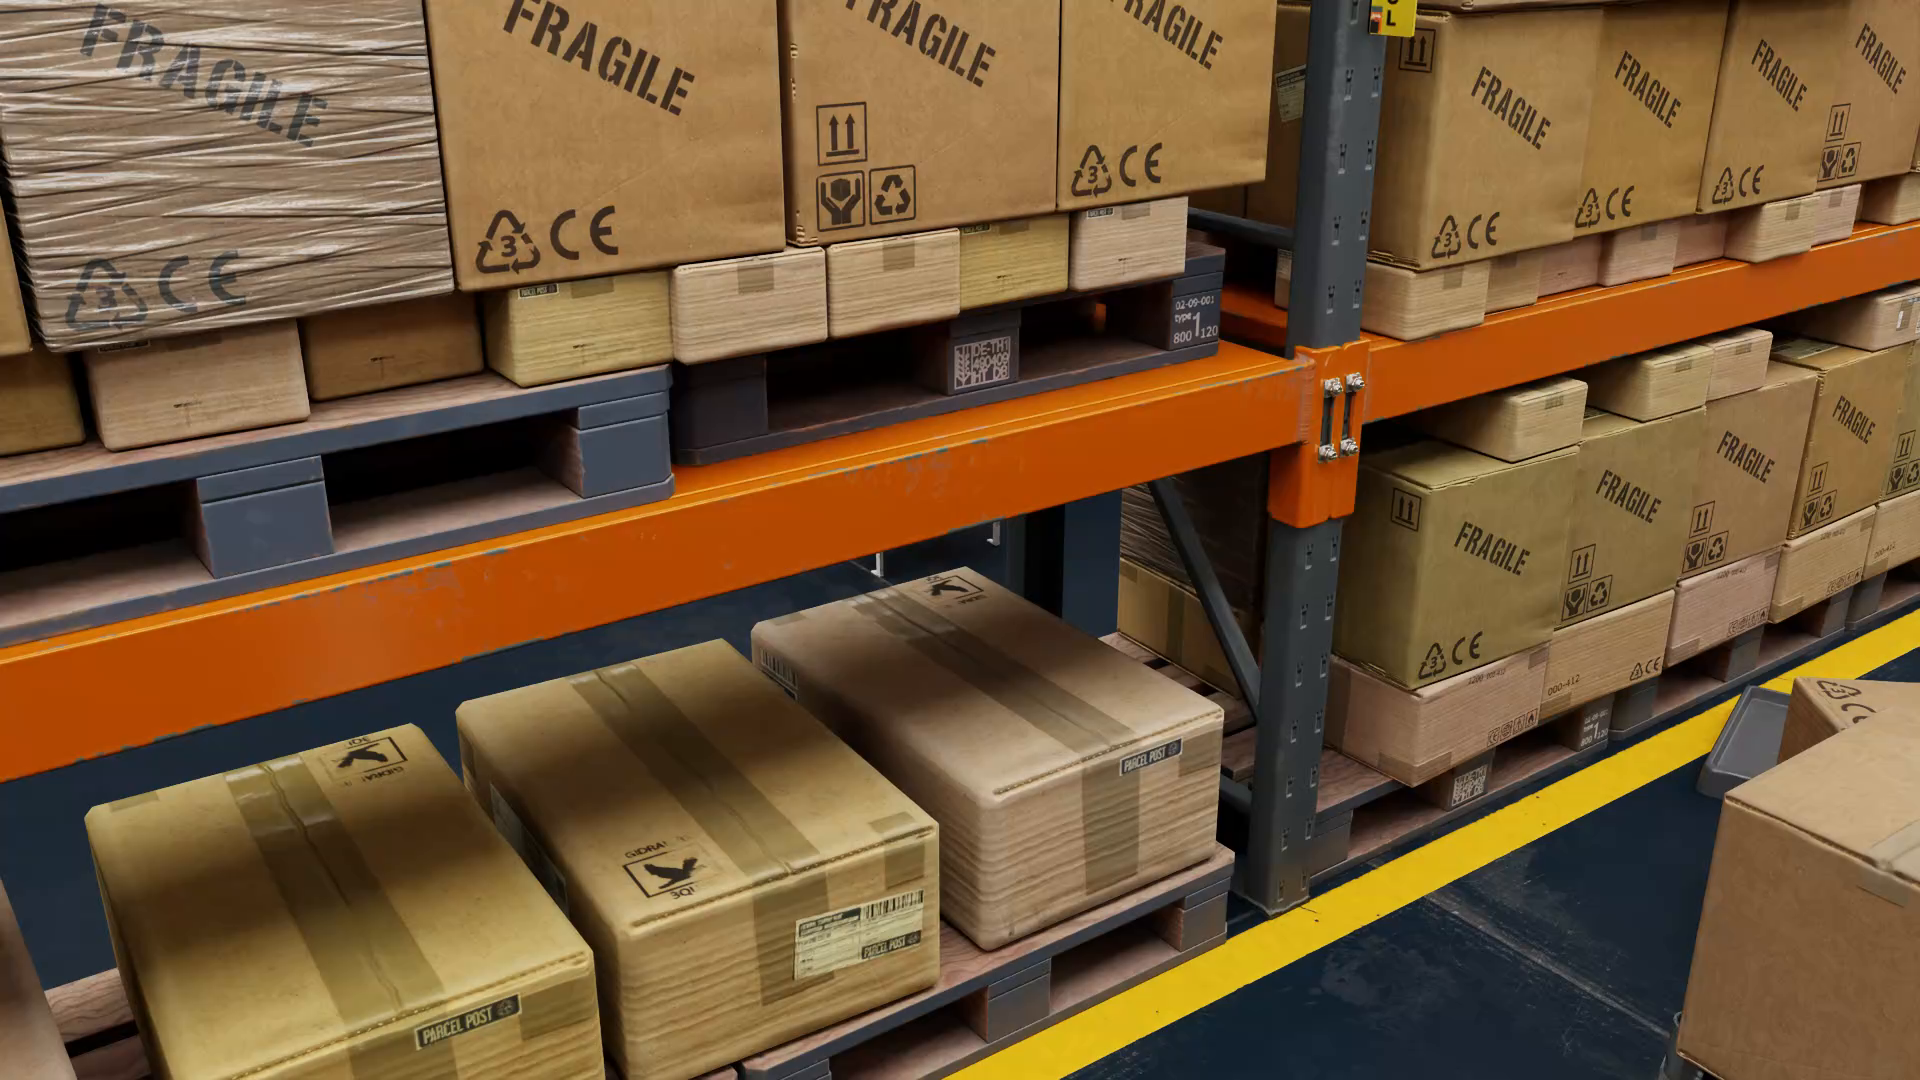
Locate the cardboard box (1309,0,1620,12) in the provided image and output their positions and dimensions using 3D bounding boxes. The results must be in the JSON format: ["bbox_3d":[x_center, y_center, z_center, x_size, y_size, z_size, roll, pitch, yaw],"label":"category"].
[{"bbox_3d":[0.943,-1.378,3.418,0.500,0.500,0.700,-15,26,-33],"label":"cardboard box"}]

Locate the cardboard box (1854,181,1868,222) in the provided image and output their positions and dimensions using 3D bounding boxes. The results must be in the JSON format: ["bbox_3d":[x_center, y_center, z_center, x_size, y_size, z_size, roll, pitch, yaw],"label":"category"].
[{"bbox_3d":[2.275,-0.978,4.640,0.250,0.149,0.380,-15,26,-33],"label":"cardboard box"}]

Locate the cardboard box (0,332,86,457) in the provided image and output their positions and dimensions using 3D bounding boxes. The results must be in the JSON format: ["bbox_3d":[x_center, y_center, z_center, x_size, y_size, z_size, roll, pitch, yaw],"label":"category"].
[{"bbox_3d":[-1.325,-0.225,2.185,0.250,0.149,0.380,-14,26,-31],"label":"cardboard box"}]

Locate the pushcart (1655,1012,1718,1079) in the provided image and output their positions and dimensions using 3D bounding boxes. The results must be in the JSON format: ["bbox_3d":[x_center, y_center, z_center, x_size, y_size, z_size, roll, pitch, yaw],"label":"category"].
[{"bbox_3d":[1.831,1.194,2.396,1.648,0.377,0.936,14,26,32],"label":"pushcart"}]

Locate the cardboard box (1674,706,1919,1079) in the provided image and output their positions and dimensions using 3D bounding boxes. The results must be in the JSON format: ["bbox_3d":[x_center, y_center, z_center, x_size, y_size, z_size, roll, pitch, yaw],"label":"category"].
[{"bbox_3d":[1.523,0.639,2.599,0.500,0.500,0.500,-15,26,-33],"label":"cardboard box"}]

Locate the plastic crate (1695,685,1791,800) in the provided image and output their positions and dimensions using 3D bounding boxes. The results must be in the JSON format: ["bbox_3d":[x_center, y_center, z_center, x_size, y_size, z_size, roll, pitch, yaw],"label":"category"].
[{"bbox_3d":[2.212,0.563,4.376,0.402,0.080,0.583,14,26,32],"label":"plastic crate"}]

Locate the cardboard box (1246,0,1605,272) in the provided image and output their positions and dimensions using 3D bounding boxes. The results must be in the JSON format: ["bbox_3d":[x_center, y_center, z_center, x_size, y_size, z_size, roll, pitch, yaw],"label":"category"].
[{"bbox_3d":[0.979,-0.895,3.557,0.500,0.500,0.500,-15,26,-33],"label":"cardboard box"}]

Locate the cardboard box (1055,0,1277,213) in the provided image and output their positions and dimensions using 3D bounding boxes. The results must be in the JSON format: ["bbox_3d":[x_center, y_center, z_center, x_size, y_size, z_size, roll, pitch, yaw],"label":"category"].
[{"bbox_3d":[0.218,-0.910,3.027,0.500,0.500,0.500,-15,26,-34],"label":"cardboard box"}]

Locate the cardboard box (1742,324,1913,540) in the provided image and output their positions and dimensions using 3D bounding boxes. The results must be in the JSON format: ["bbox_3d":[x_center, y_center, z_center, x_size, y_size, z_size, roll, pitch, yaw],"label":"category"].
[{"bbox_3d":[2.373,-0.359,4.879,0.500,0.500,0.500,-16,27,-34],"label":"cardboard box"}]

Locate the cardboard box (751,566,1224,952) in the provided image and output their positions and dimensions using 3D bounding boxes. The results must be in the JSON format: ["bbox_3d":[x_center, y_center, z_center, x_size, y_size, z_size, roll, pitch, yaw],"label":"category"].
[{"bbox_3d":[0.035,0.440,3.725,0.625,0.372,0.950,-15,26,-32],"label":"cardboard box"}]

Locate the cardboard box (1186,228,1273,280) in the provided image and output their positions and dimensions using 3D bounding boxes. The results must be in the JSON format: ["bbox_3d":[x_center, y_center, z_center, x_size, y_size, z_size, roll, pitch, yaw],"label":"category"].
[{"bbox_3d":[0.542,-0.744,4.053,0.250,0.149,0.380,-15,26,-33],"label":"cardboard box"}]

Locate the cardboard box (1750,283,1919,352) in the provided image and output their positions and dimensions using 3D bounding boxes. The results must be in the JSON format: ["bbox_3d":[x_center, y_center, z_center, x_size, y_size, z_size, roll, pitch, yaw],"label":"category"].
[{"bbox_3d":[2.528,-0.671,4.788,0.250,0.149,0.380,-14,26,-31],"label":"cardboard box"}]

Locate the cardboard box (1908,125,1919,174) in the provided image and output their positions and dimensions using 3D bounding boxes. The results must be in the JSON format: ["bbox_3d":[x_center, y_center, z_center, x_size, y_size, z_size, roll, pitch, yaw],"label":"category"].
[{"bbox_3d":[2.609,-1.335,4.659,0.500,0.500,0.500,-15,26,-33],"label":"cardboard box"}]

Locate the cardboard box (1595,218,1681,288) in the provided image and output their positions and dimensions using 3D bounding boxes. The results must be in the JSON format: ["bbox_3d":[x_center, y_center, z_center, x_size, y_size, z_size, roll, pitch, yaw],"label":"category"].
[{"bbox_3d":[1.496,-0.734,4.029,0.250,0.149,0.380,-14,26,-31],"label":"cardboard box"}]

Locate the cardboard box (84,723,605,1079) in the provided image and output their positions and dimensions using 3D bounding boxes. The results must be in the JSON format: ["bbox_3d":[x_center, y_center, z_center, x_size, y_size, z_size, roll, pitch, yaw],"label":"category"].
[{"bbox_3d":[-1.110,0.748,2.954,0.625,0.372,0.950,-14,26,-31],"label":"cardboard box"}]

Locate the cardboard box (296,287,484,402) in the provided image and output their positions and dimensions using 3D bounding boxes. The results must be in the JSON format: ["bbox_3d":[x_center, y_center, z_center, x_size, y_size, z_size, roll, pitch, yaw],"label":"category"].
[{"bbox_3d":[-0.908,-0.341,2.475,0.250,0.149,0.380,-16,27,-35],"label":"cardboard box"}]

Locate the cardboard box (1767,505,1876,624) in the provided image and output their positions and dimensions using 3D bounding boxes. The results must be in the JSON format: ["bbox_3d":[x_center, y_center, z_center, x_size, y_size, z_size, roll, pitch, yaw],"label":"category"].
[{"bbox_3d":[2.360,-0.003,4.999,0.500,0.250,0.500,-16,27,-35],"label":"cardboard box"}]

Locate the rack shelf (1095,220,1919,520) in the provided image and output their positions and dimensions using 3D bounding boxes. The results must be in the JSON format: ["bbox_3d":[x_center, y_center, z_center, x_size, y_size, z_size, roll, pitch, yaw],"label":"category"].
[{"bbox_3d":[2.083,-0.798,4.820,4.000,0.370,1.077,-15,26,-33],"label":"rack shelf"}]

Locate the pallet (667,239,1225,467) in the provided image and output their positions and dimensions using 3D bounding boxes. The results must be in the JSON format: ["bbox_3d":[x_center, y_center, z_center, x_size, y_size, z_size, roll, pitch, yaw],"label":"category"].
[{"bbox_3d":[-0.246,-0.489,3.333,1.213,0.211,1.003,-15,26,-33],"label":"pallet"}]

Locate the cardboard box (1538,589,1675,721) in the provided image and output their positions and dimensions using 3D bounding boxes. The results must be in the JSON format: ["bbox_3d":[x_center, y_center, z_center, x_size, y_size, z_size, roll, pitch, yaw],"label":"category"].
[{"bbox_3d":[1.522,0.217,4.448,0.500,0.250,0.500,-13,25,-30],"label":"cardboard box"}]

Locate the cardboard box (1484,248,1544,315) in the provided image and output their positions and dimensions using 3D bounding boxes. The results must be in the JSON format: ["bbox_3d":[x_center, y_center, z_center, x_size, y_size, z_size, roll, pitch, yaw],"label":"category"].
[{"bbox_3d":[1.077,-0.625,3.754,0.250,0.149,0.380,-14,26,-31],"label":"cardboard box"}]

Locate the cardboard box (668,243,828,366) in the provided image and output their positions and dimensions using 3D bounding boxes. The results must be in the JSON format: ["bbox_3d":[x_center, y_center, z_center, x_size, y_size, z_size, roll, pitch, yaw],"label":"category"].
[{"bbox_3d":[-0.415,-0.409,2.646,0.250,0.149,0.380,-15,26,-32],"label":"cardboard box"}]

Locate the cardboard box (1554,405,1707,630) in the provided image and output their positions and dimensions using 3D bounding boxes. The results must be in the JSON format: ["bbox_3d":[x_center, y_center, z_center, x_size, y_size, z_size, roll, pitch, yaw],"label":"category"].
[{"bbox_3d":[1.523,-0.132,4.311,0.500,0.500,0.500,-14,26,-31],"label":"cardboard box"}]

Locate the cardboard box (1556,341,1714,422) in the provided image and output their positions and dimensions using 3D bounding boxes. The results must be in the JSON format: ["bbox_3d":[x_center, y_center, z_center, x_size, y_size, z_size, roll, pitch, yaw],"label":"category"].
[{"bbox_3d":[1.648,-0.434,4.194,0.250,0.149,0.380,-14,26,-31],"label":"cardboard box"}]

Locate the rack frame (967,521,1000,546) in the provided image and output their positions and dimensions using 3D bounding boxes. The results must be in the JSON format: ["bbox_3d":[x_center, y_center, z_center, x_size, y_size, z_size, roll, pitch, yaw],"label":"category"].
[{"bbox_3d":[0.064,-0.574,5.717,0.015,1.200,0.240,-15,26,-33],"label":"rack frame"}]

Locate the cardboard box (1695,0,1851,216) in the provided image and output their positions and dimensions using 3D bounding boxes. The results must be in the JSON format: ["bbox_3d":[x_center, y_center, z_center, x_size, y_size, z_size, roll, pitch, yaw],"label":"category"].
[{"bbox_3d":[1.788,-1.116,4.109,0.500,0.500,0.500,-15,26,-33],"label":"cardboard box"}]

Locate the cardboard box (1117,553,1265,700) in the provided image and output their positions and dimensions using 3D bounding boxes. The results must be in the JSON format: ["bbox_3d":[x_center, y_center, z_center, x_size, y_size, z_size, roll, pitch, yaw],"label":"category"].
[{"bbox_3d":[0.782,0.174,4.557,0.500,0.250,0.500,-14,25,-30],"label":"cardboard box"}]

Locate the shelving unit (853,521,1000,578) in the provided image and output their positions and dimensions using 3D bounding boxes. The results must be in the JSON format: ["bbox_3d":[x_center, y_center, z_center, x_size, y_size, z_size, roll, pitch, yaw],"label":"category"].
[{"bbox_3d":[-0.134,-0.521,5.584,0.503,1.200,0.258,-15,26,-33],"label":"shelving unit"}]

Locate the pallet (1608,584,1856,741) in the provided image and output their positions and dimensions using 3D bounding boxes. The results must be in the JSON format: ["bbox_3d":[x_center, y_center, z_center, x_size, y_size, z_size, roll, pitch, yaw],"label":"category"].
[{"bbox_3d":[1.975,0.174,5.175,1.213,0.211,1.003,-15,26,-33],"label":"pallet"}]

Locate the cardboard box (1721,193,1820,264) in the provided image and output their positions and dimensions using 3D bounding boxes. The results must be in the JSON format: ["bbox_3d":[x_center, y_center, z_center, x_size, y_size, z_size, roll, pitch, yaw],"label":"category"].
[{"bbox_3d":[1.946,-0.829,4.264,0.250,0.149,0.380,-15,26,-33],"label":"cardboard box"}]

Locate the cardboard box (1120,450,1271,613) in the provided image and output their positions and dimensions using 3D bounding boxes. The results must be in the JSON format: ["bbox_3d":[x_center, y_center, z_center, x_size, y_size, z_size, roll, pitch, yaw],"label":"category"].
[{"bbox_3d":[0.783,-0.175,4.418,0.500,0.500,0.500,-15,26,-34],"label":"cardboard box"}]

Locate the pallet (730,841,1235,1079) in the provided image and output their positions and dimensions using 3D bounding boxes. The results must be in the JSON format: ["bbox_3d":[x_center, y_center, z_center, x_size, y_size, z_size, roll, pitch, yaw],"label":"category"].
[{"bbox_3d":[-0.172,0.765,3.695,1.213,0.211,1.003,-15,26,-33],"label":"pallet"}]

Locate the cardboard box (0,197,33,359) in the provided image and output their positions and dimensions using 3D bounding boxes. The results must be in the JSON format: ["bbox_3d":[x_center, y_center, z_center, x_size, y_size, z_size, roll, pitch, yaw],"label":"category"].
[{"bbox_3d":[-1.441,-0.473,1.931,0.500,0.500,0.500,-14,26,-32],"label":"cardboard box"}]

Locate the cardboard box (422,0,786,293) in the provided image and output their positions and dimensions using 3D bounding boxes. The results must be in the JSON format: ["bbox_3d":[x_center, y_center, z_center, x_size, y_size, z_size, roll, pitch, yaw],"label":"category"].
[{"bbox_3d":[-0.606,-0.692,2.482,0.500,0.500,0.500,-14,26,-31],"label":"cardboard box"}]

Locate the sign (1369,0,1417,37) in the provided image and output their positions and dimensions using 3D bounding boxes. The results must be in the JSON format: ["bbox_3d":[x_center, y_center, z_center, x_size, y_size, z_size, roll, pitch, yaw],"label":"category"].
[{"bbox_3d":[0.786,-1.071,2.971,0.005,0.325,0.100,-15,26,-33],"label":"sign"}]

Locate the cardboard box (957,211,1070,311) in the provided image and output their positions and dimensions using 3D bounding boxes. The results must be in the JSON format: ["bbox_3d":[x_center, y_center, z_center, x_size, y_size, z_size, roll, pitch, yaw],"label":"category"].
[{"bbox_3d":[-0.022,-0.532,2.954,0.250,0.149,0.380,-16,27,-34],"label":"cardboard box"}]
